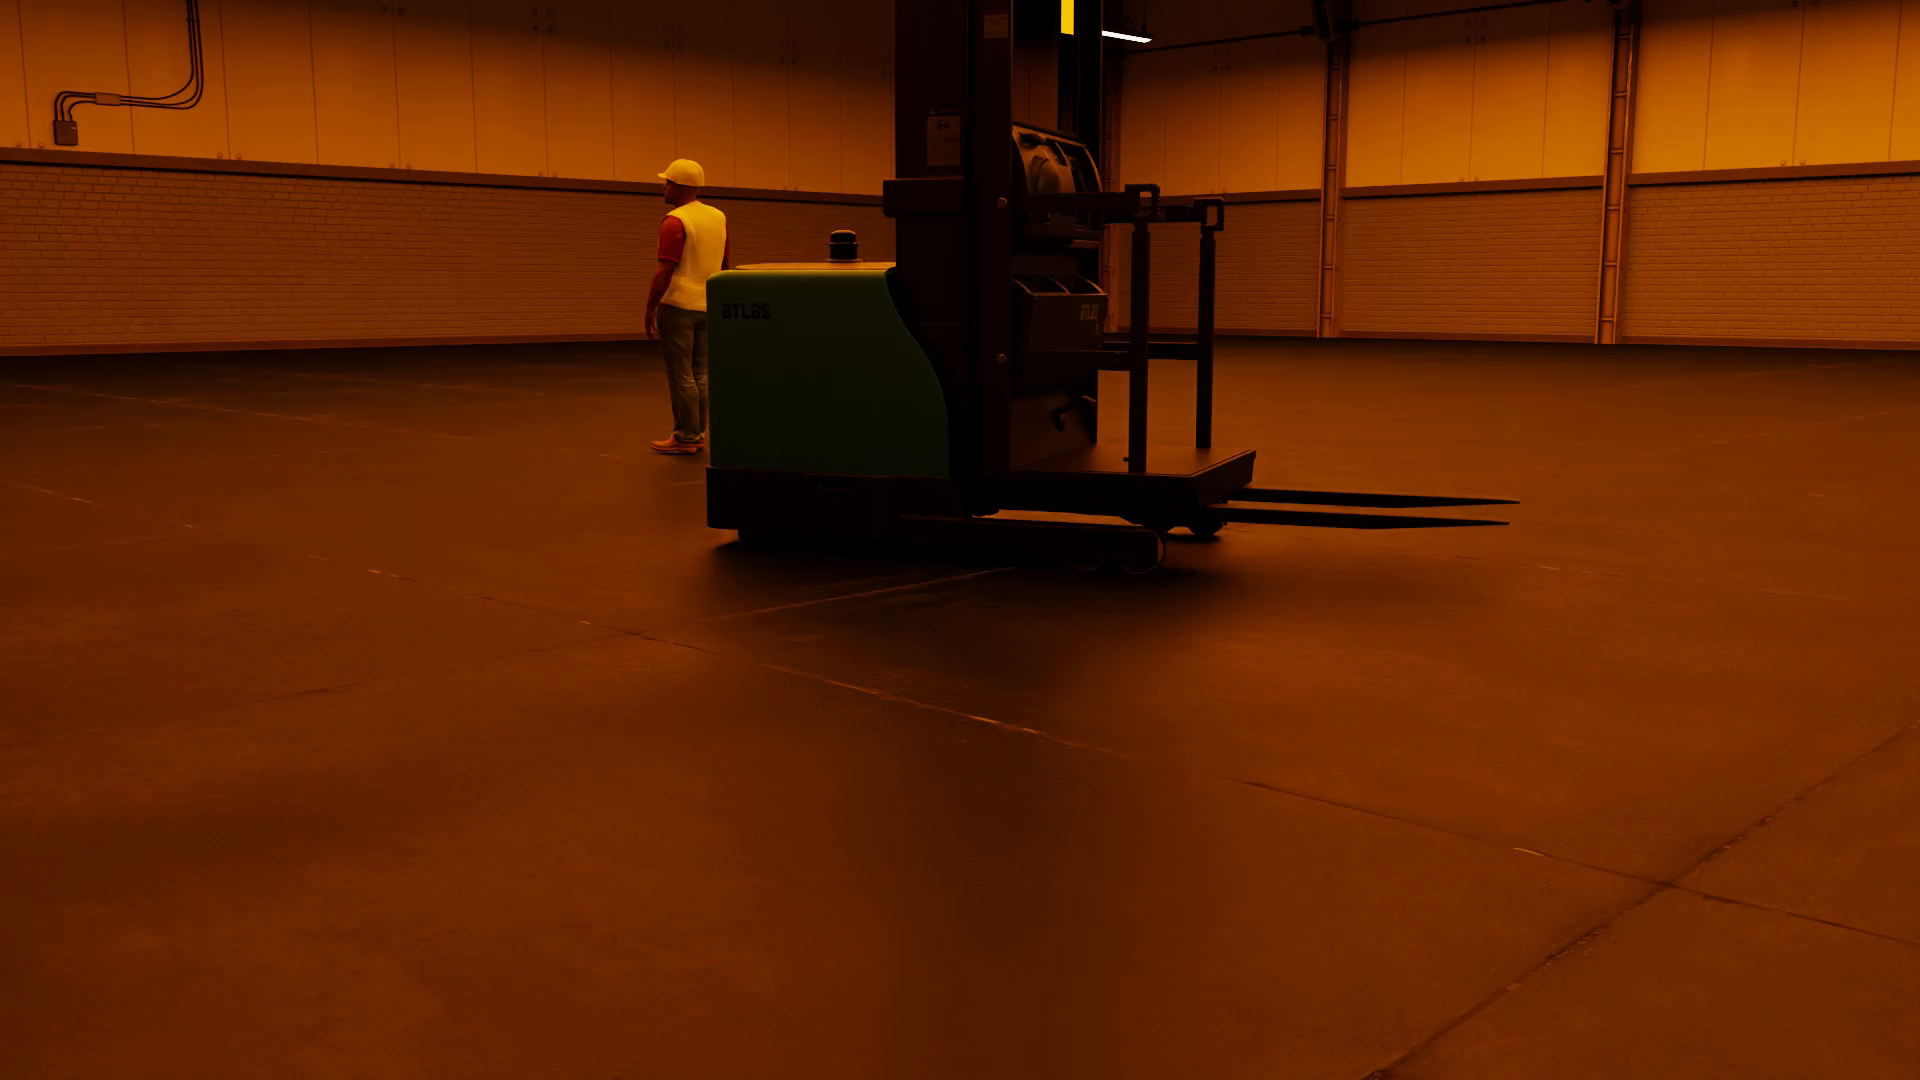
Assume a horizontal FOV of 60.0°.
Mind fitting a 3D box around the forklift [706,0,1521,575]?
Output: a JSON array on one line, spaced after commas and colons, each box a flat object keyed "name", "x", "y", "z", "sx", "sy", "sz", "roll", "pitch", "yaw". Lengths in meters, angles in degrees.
[{"name": "forklift", "x": 0.565, "y": -1.416, "z": 6.275, "sx": 3.031, "sy": 2.935, "sz": 1.130, "roll": 3, "pitch": 9, "yaw": 22}]

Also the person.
[{"name": "person", "x": -1.731, "y": -1.418, "z": 10.157, "sx": 0.578, "sy": 1.765, "sz": 0.666, "roll": 5, "pitch": 10, "yaw": 28}]
